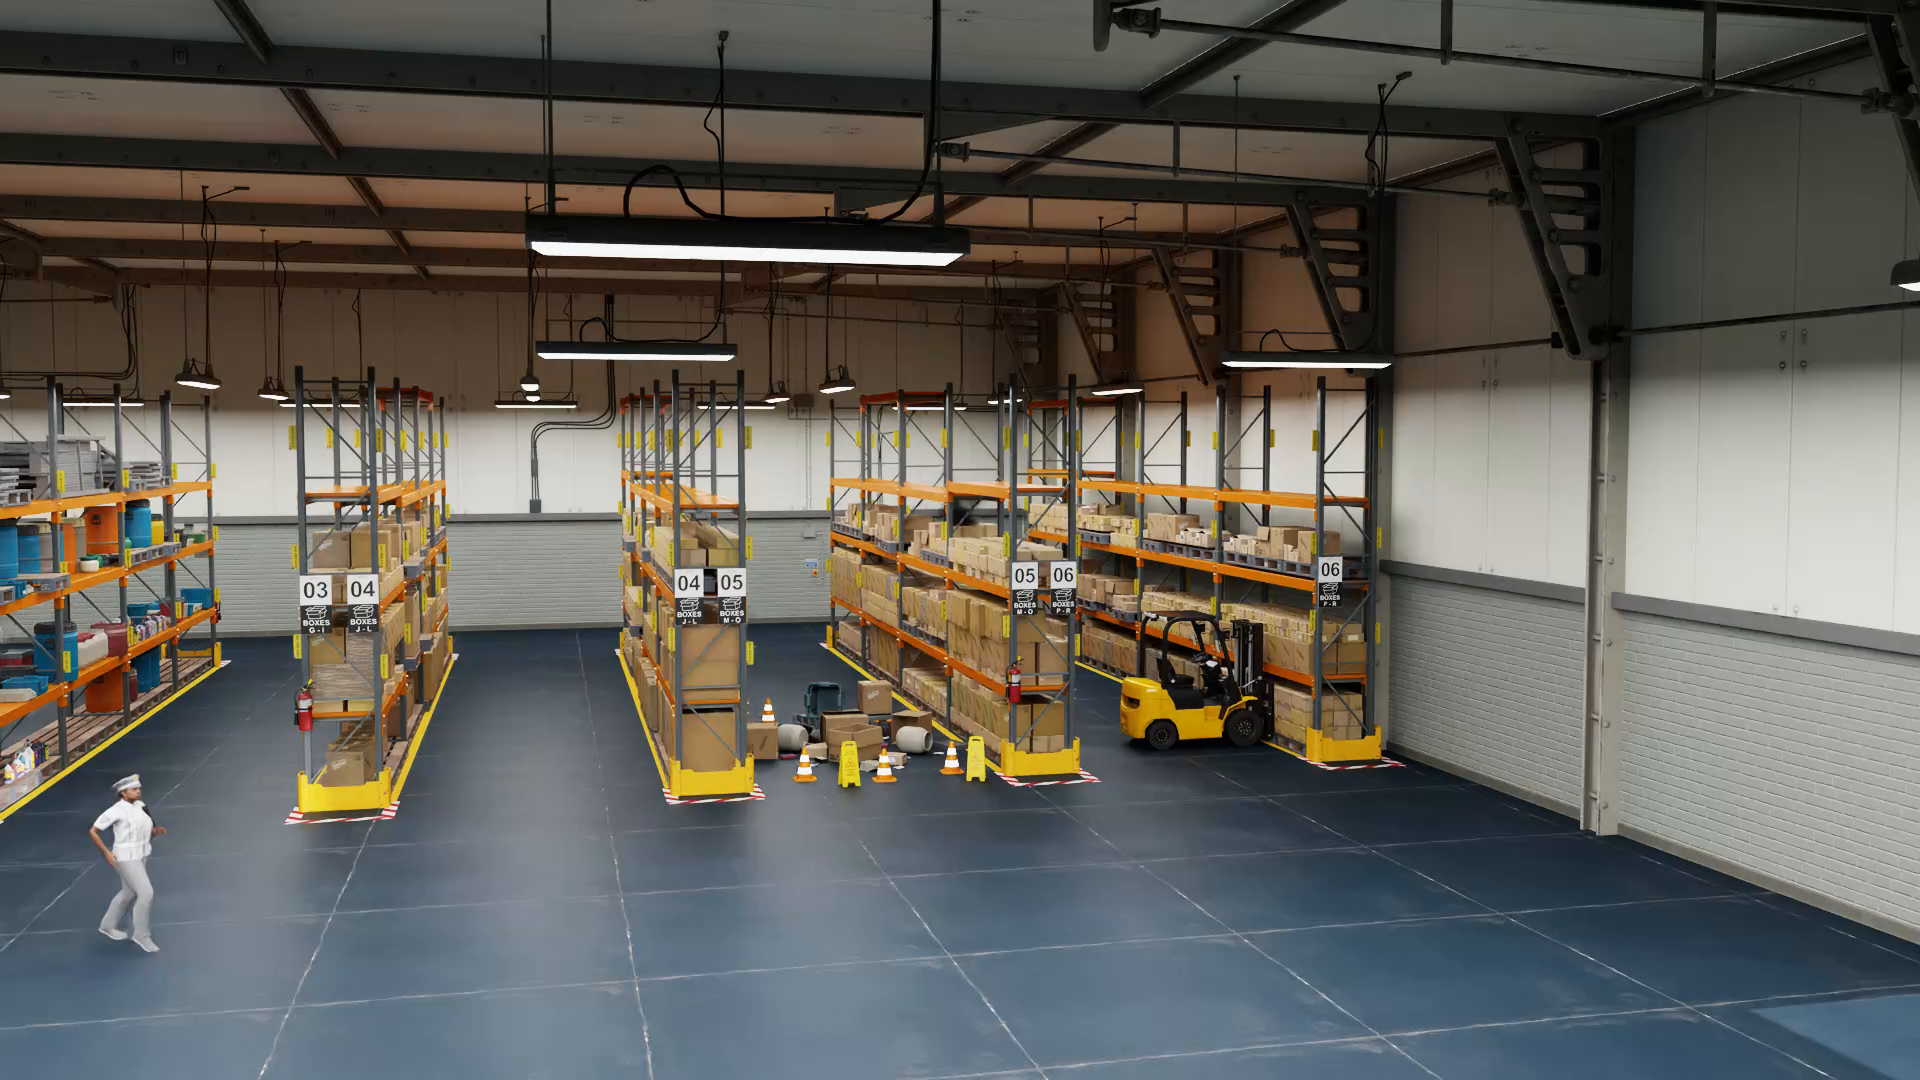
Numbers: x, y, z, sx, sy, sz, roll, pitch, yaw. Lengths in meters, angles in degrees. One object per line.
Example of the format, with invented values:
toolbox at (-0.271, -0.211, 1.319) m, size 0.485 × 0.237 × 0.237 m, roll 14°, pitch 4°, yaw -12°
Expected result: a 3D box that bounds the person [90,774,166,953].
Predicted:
person at (-8.173, 3.181, 16.390) m, size 0.751 × 1.760 × 0.549 m, roll 0°, pitch 3°, yaw 4°
